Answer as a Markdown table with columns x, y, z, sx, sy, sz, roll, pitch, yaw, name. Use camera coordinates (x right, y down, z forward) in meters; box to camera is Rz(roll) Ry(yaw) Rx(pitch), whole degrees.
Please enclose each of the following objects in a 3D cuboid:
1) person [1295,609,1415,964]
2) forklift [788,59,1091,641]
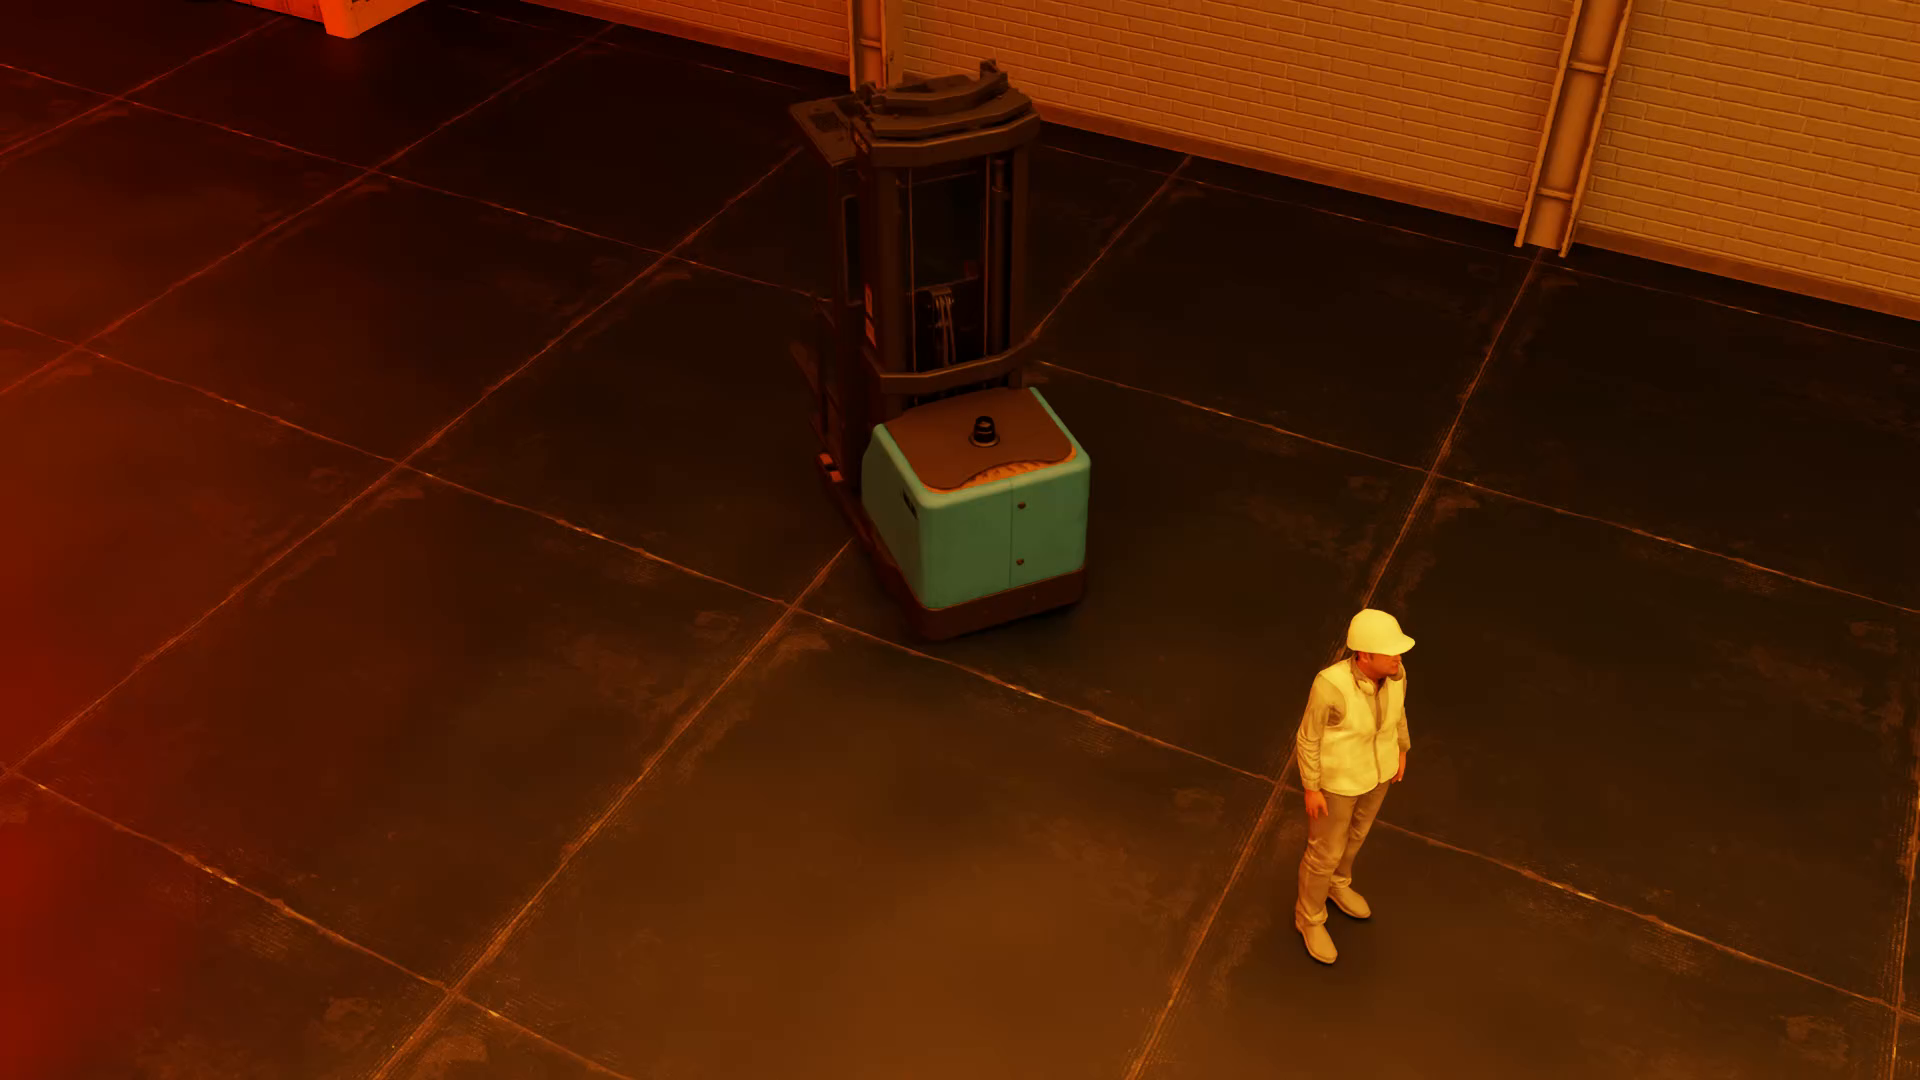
| x | y | z | sx | sy | sz | roll | pitch | yaw | name |
| --- | --- | --- | --- | --- | --- | --- | --- | --- | --- |
| 1.830 | 1.090 | 7.580 | 0.631 | 1.773 | 0.568 | -22 | 45 | -24 | person |
| -0.295 | -1.499 | 9.766 | 1.130 | 2.935 | 3.031 | -15 | 42 | -17 | forklift |
